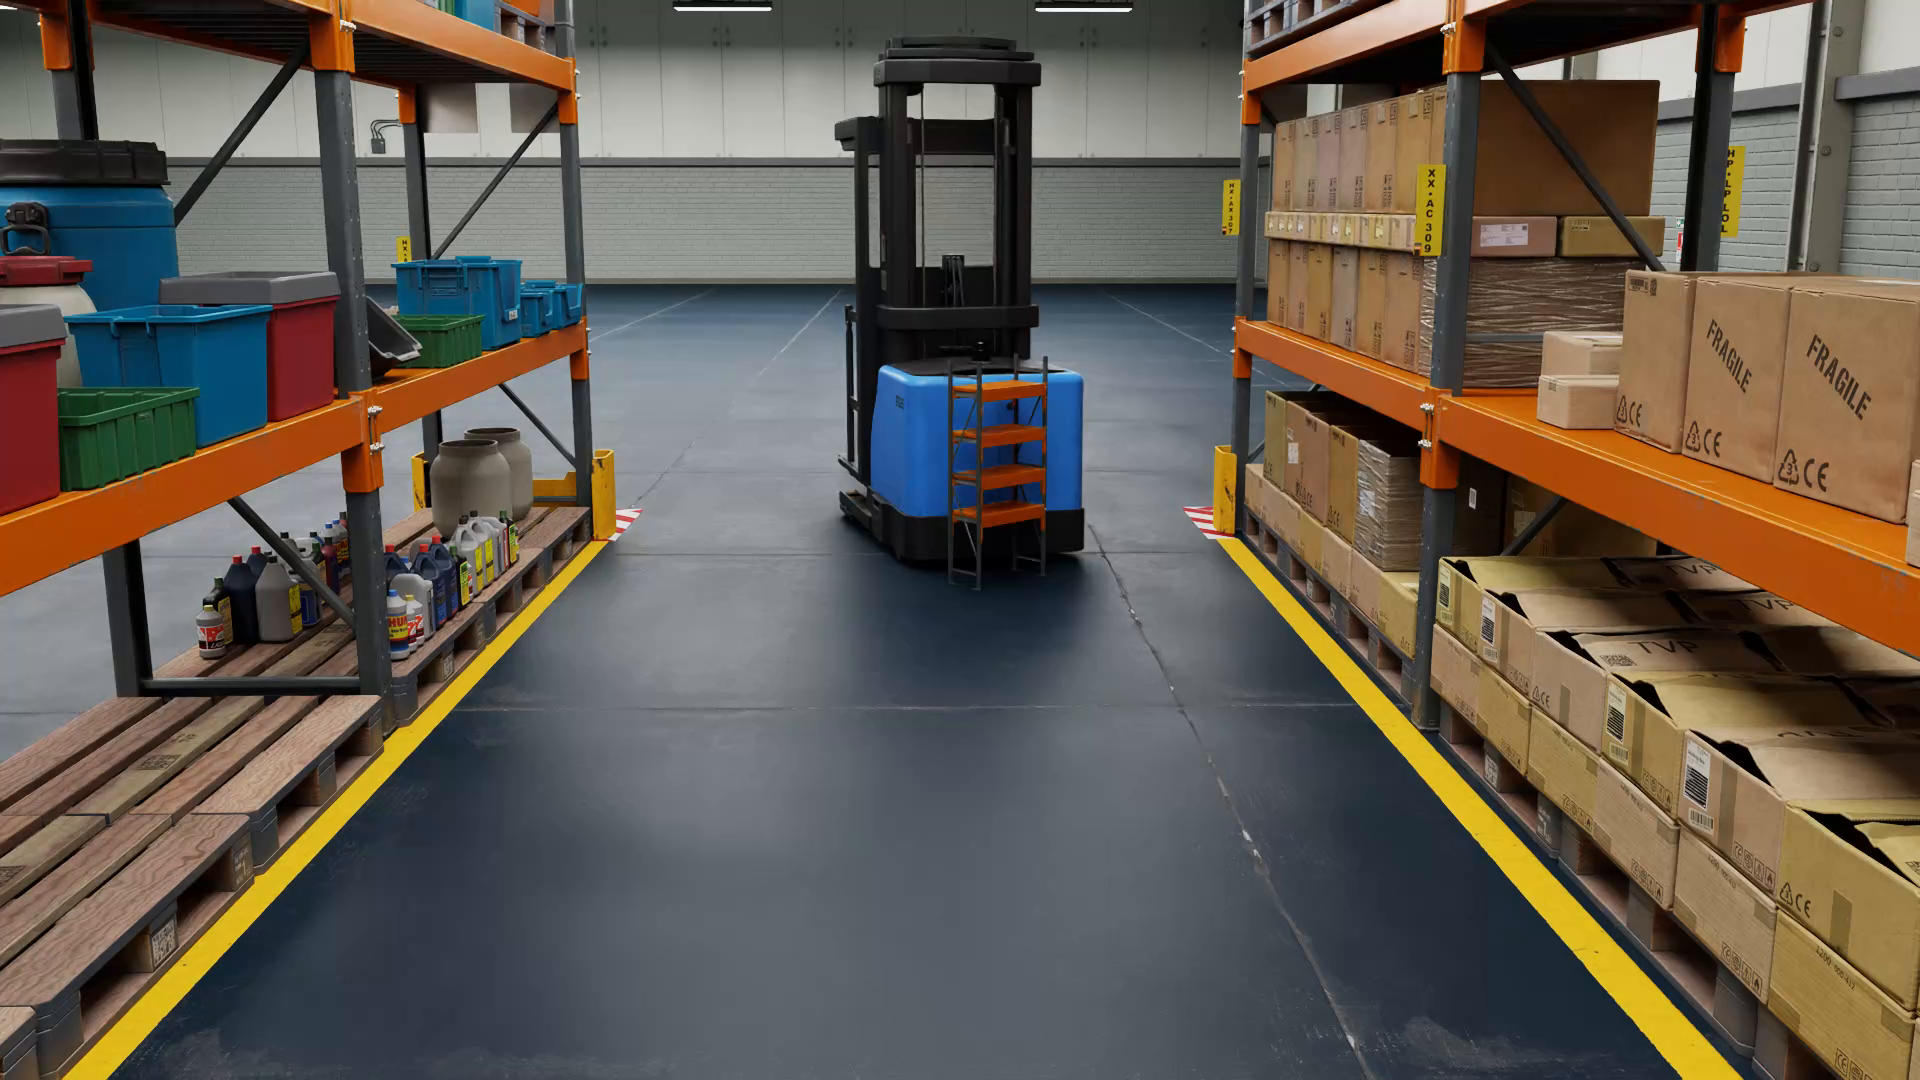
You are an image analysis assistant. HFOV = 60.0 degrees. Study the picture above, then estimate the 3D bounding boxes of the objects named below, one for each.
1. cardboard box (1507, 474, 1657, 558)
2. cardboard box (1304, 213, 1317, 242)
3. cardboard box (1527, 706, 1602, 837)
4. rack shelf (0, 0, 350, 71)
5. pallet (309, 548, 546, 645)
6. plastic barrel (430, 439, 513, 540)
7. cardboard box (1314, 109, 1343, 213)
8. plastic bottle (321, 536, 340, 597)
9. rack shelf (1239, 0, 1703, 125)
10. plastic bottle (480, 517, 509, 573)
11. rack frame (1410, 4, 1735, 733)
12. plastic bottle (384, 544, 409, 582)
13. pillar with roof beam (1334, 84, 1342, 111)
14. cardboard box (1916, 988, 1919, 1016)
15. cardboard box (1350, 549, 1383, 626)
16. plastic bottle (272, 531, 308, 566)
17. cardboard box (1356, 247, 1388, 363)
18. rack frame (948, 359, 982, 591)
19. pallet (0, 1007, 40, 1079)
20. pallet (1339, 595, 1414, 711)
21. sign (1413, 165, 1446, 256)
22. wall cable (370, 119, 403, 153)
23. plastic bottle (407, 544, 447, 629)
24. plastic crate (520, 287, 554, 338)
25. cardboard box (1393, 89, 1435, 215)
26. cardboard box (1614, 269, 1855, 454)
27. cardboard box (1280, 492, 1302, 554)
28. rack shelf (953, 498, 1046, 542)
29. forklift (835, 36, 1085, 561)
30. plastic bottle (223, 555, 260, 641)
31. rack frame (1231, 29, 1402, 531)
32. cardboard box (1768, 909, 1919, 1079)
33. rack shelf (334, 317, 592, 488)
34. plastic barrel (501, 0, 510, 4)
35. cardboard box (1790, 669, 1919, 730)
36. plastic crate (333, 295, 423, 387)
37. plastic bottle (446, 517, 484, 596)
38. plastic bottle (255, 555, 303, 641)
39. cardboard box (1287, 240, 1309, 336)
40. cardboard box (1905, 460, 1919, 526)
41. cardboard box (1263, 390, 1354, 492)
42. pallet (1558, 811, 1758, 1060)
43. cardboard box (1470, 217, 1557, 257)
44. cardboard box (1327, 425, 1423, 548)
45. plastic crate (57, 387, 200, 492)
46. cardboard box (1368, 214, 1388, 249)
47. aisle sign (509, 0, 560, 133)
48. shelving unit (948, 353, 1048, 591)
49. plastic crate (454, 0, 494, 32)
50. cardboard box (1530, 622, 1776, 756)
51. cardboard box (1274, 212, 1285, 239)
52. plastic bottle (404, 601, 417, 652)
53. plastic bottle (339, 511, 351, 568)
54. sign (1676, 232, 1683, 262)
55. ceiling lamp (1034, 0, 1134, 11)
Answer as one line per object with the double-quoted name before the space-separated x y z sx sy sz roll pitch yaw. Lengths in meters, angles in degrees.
"cardboard box" 2.572 -0.062 6.793 0.500 0.500 0.500 0 11 -1
"cardboard box" 2.002 -1.621 8.620 0.380 0.149 0.250 -1 11 -3
"cardboard box" 2.052 0.685 4.998 0.500 0.250 0.500 -1 11 -3
"rack shelf" -2.642 -1.443 3.892 1.077 0.370 4.000 0 11 -1
"pallet" -2.684 0.267 8.213 1.003 0.211 1.213 0 11 -1
"plastic barrel" -2.666 -0.275 9.069 0.421 0.512 0.421 0 11 0
"cardboard box" 2.212 -1.914 8.437 0.700 0.500 0.500 0 11 -1
"plastic bottle" -2.889 0.131 7.596 0.061 0.283 0.133 0 11 -1
"rack shelf" 2.227 -2.258 7.908 1.077 0.370 4.000 0 11 -1
"plastic bottle" -2.312 0.015 8.187 0.152 0.276 0.135 0 11 -1
"rack frame" 2.269 -0.743 6.175 1.000 3.000 0.127 0 11 -1
"plastic bottle" -2.430 0.198 7.094 0.144 0.351 0.185 0 11 -1
"pillar with roof beam" 3.218 -9.116 32.362 9.100 9.000 0.400 0 11 -1
"cardboard box" 2.094 0.816 2.940 0.500 0.311 0.500 0 11 0
"cardboard box" 2.040 0.208 7.347 0.500 0.250 0.500 0 11 -1
"plastic bottle" -2.996 0.130 7.428 0.144 0.351 0.185 0 11 -2
"cardboard box" 2.229 -1.084 7.608 0.700 0.500 0.500 0 11 0
"rack frame" 0.024 -0.337 8.704 0.015 1.200 0.240 -11 16 -42
"pallet" -2.578 1.285 3.196 1.003 0.211 1.213 0 11 -1
"pallet" 2.294 0.466 7.232 1.003 0.211 1.213 0 11 -1
"sign" 1.714 -1.203 6.068 0.100 0.325 0.005 0 11 -1
"wall cable" -13.342 -12.491 40.442 2.305 6.003 0.169 0 11 -1
"plastic bottle" -2.285 0.197 7.097 0.144 0.351 0.185 0 11 0
"plastic crate" -2.449 -1.218 8.892 0.499 0.251 0.408 0 11 -1
"cardboard box" 2.242 -1.616 6.966 0.700 0.500 0.500 0 11 -1
"cardboard box" 2.279 -0.534 4.896 0.500 0.500 0.500 1 11 3
"cardboard box" 1.999 -0.090 8.816 0.500 0.250 0.500 0 11 -1
"rack shelf" 0.202 -0.110 8.922 0.480 0.148 0.258 -11 16 -42
"forklift" -1.354 -1.566 8.477 4.401 3.703 6.124 -3 12 -14
"plastic bottle" -2.985 0.233 6.923 0.144 0.351 0.185 -1 11 -3
"rack frame" 2.186 -1.538 10.094 1.000 3.000 0.127 0 11 -1
"cardboard box" 2.082 0.988 3.503 0.500 0.250 0.500 0 11 -2
"rack shelf" -2.725 -0.768 8.110 1.077 0.370 4.000 0 11 -1
"plastic barrel" -2.616 -3.060 8.525 0.600 0.588 0.600 0 11 0
"cardboard box" 2.595 0.506 4.469 0.500 0.311 0.500 0 11 -2
"plastic crate" -2.567 -0.797 6.600 0.767 0.338 0.504 0 11 -1
"plastic bottle" -2.298 0.075 7.699 0.144 0.351 0.185 0 11 -2
"plastic bottle" -2.841 0.232 6.926 0.144 0.351 0.185 0 11 -1
"cardboard box" 2.199 -1.389 9.112 0.700 0.500 0.500 0 11 0
"cardboard box" 2.269 -0.078 3.529 0.380 0.149 0.250 1 11 3
"cardboard box" 1.987 -0.557 9.232 0.500 0.500 0.500 0 11 -1
"pallet" 2.351 1.013 4.533 1.003 0.211 1.213 0 11 -1
"cardboard box" 2.049 -1.163 6.363 0.380 0.149 0.250 0 11 -1
"cardboard box" 2.028 -0.258 7.762 0.500 0.500 0.500 0 11 -1
"plastic crate" -2.365 -0.274 4.399 0.450 0.188 0.662 0 11 -1
"cardboard box" 2.030 -1.365 7.360 0.380 0.149 0.250 0 11 -1
"aisle sign" -2.471 -2.808 9.816 0.394 0.787 0.004 0 11 -1
"shelving unit" 0.202 -0.371 8.869 0.503 1.200 0.258 -11 16 -42
"plastic crate" -2.426 -2.602 7.839 0.392 0.384 0.575 0 11 -1
"cardboard box" 2.045 0.410 4.943 0.500 0.311 0.500 -1 11 -3
"cardboard box" 1.987 -1.773 9.372 0.380 0.149 0.250 -1 11 -3
"plastic bottle" -2.254 0.347 6.733 0.097 0.201 0.097 0 11 0
"plastic bottle" -3.054 0.004 8.219 0.061 0.283 0.133 0 11 0
"sign" 7.973 -3.235 18.371 0.001 0.329 0.234 0 11 -1
"ceiling lamp" 2.518 -12.399 33.861 2.000 3.185 0.800 0 11 -1
